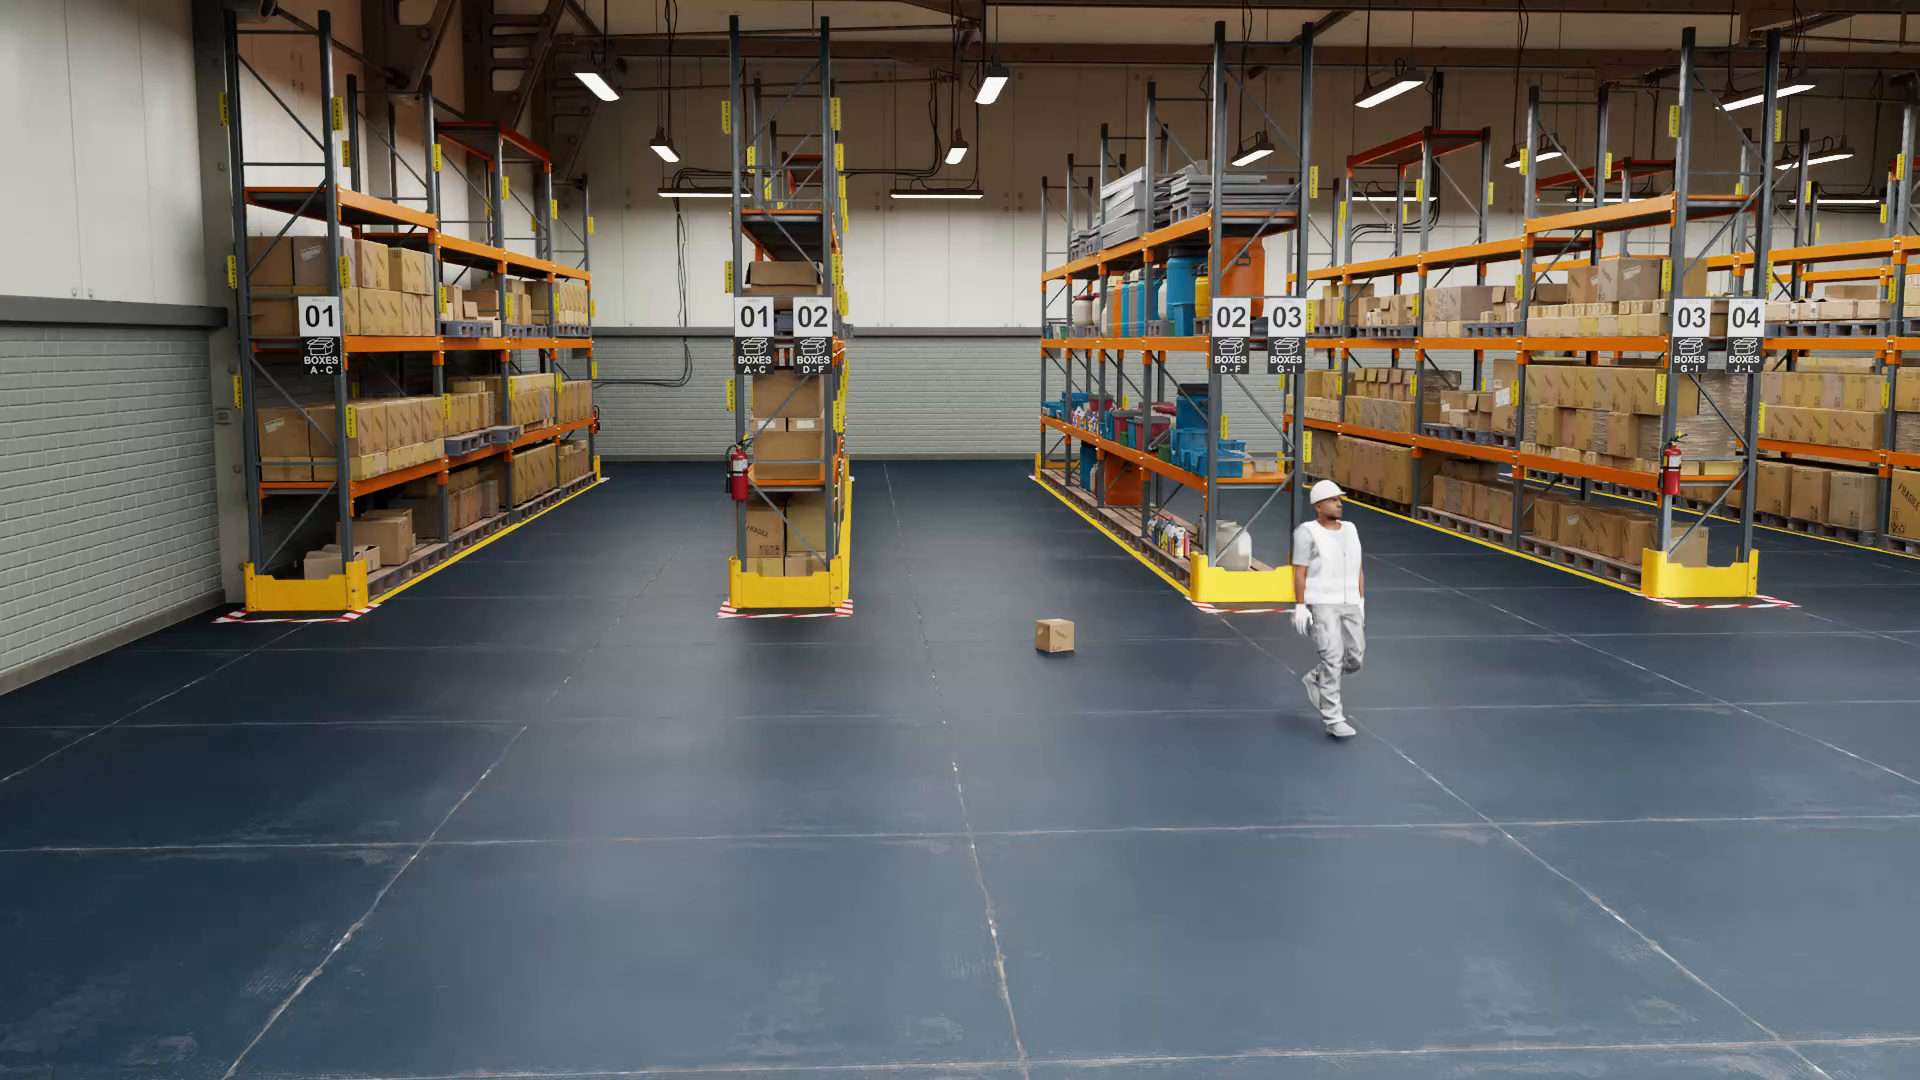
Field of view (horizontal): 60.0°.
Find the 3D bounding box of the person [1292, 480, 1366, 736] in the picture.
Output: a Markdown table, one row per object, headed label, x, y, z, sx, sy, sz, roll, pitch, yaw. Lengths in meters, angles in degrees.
| label | x | y | z | sx | sy | sz | roll | pitch | yaw |
| --- | --- | --- | --- | --- | --- | --- | --- | --- | --- |
| person | 2.606 | 0.459 | 11.713 | 0.577 | 1.763 | 0.798 | -3 | 7 | -25 |
